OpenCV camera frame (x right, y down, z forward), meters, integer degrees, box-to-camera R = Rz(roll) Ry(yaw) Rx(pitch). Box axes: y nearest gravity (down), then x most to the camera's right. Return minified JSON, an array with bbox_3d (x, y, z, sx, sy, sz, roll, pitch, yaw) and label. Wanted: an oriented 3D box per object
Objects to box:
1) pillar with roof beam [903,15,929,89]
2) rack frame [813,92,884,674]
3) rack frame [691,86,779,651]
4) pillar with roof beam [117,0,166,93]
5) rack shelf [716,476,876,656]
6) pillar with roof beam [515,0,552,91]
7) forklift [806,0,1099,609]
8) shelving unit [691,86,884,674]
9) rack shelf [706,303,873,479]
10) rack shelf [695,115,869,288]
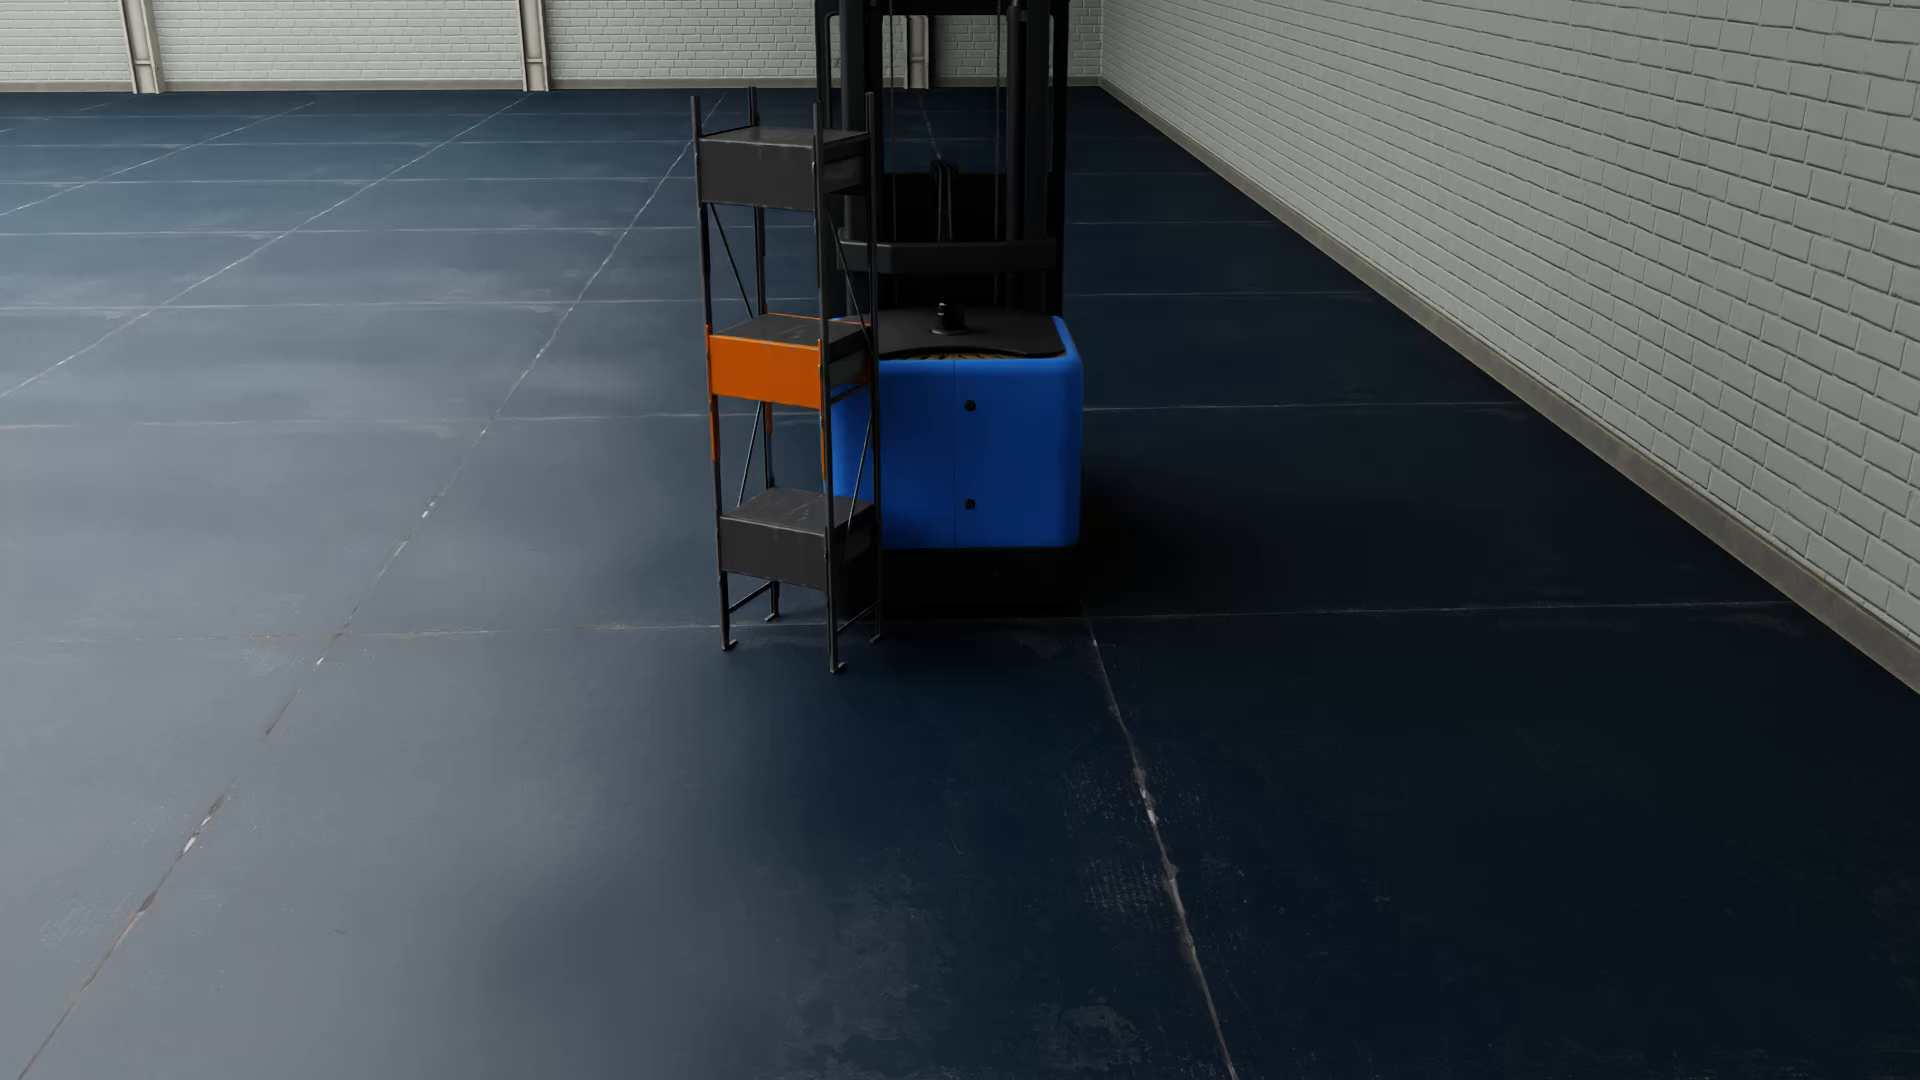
[{"bbox_3d":[-0.454,-9.931,21.058,0.400,9.000,9.100,-1,21,-3],"label":"pillar with roof beam"},{"bbox_3d":[-0.397,-0.539,6.085,0.015,2.100,0.400,10,23,24],"label":"rack frame"},{"bbox_3d":[-0.837,-0.614,6.283,0.015,2.100,0.400,10,23,24],"label":"rack frame"},{"bbox_3d":[-12.434,-9.687,20.418,0.400,9.000,9.100,-1,21,-3],"label":"pillar with roof beam"},{"bbox_3d":[-0.617,0.091,6.438,0.480,0.518,0.431,10,23,24],"label":"rack shelf"},{"bbox_3d":[-6.444,-9.809,20.738,0.400,9.000,9.100,-1,21,-3],"label":"pillar with roof beam"},{"bbox_3d":[-0.145,-1.577,7.644,1.130,2.935,3.031,-3,21,-7],"label":"forklift"},{"bbox_3d":[-0.617,-0.576,6.184,0.503,2.100,0.431,10,23,24],"label":"shelving unit"},{"bbox_3d":[-0.617,-0.564,6.189,0.480,0.518,0.431,10,23,24],"label":"rack shelf"},{"bbox_3d":[-0.617,-1.218,5.940,0.480,0.518,0.431,10,23,24],"label":"rack shelf"}]
